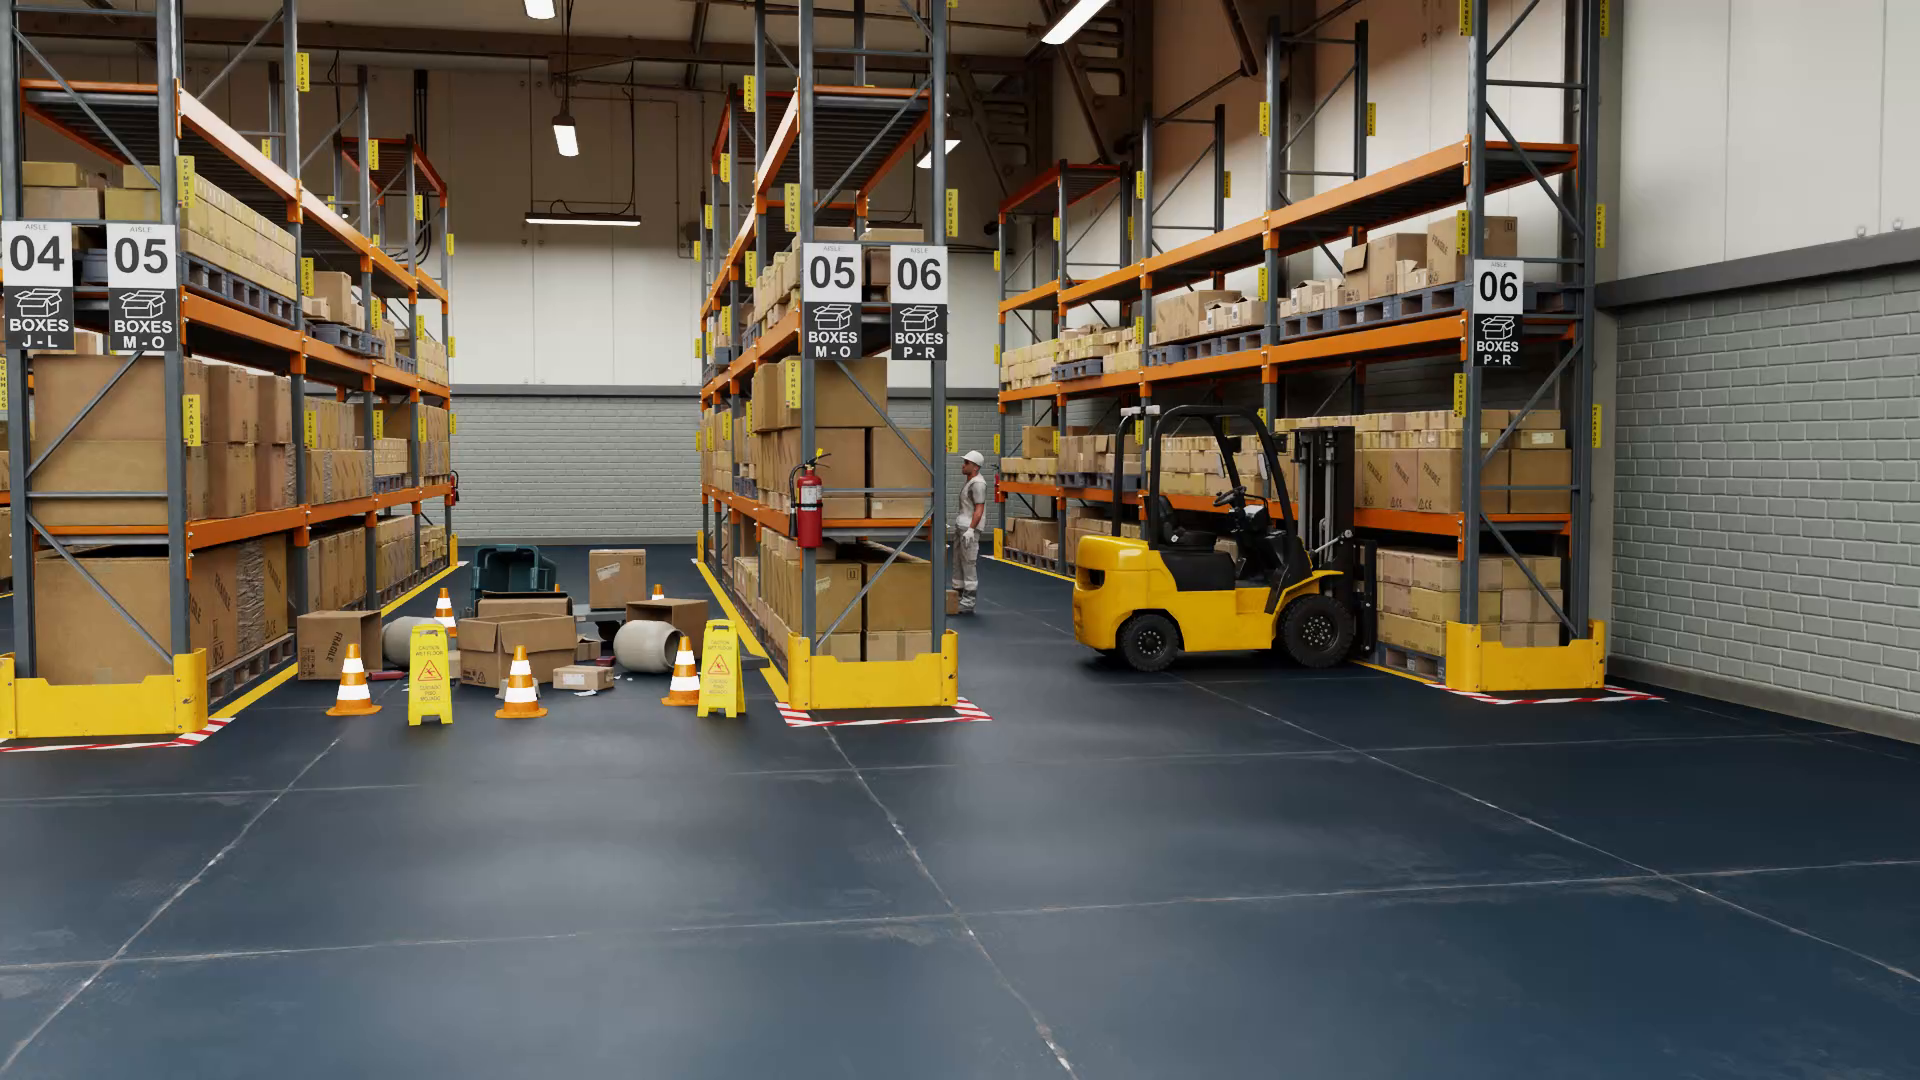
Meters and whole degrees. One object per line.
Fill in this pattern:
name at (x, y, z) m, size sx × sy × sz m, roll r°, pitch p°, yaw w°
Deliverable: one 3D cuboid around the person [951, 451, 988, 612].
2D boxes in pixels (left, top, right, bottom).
person at (0.014, -0.094, 18.440) m, size 0.564 × 1.788 × 0.637 m, roll -1°, pitch 3°, yaw -11°
